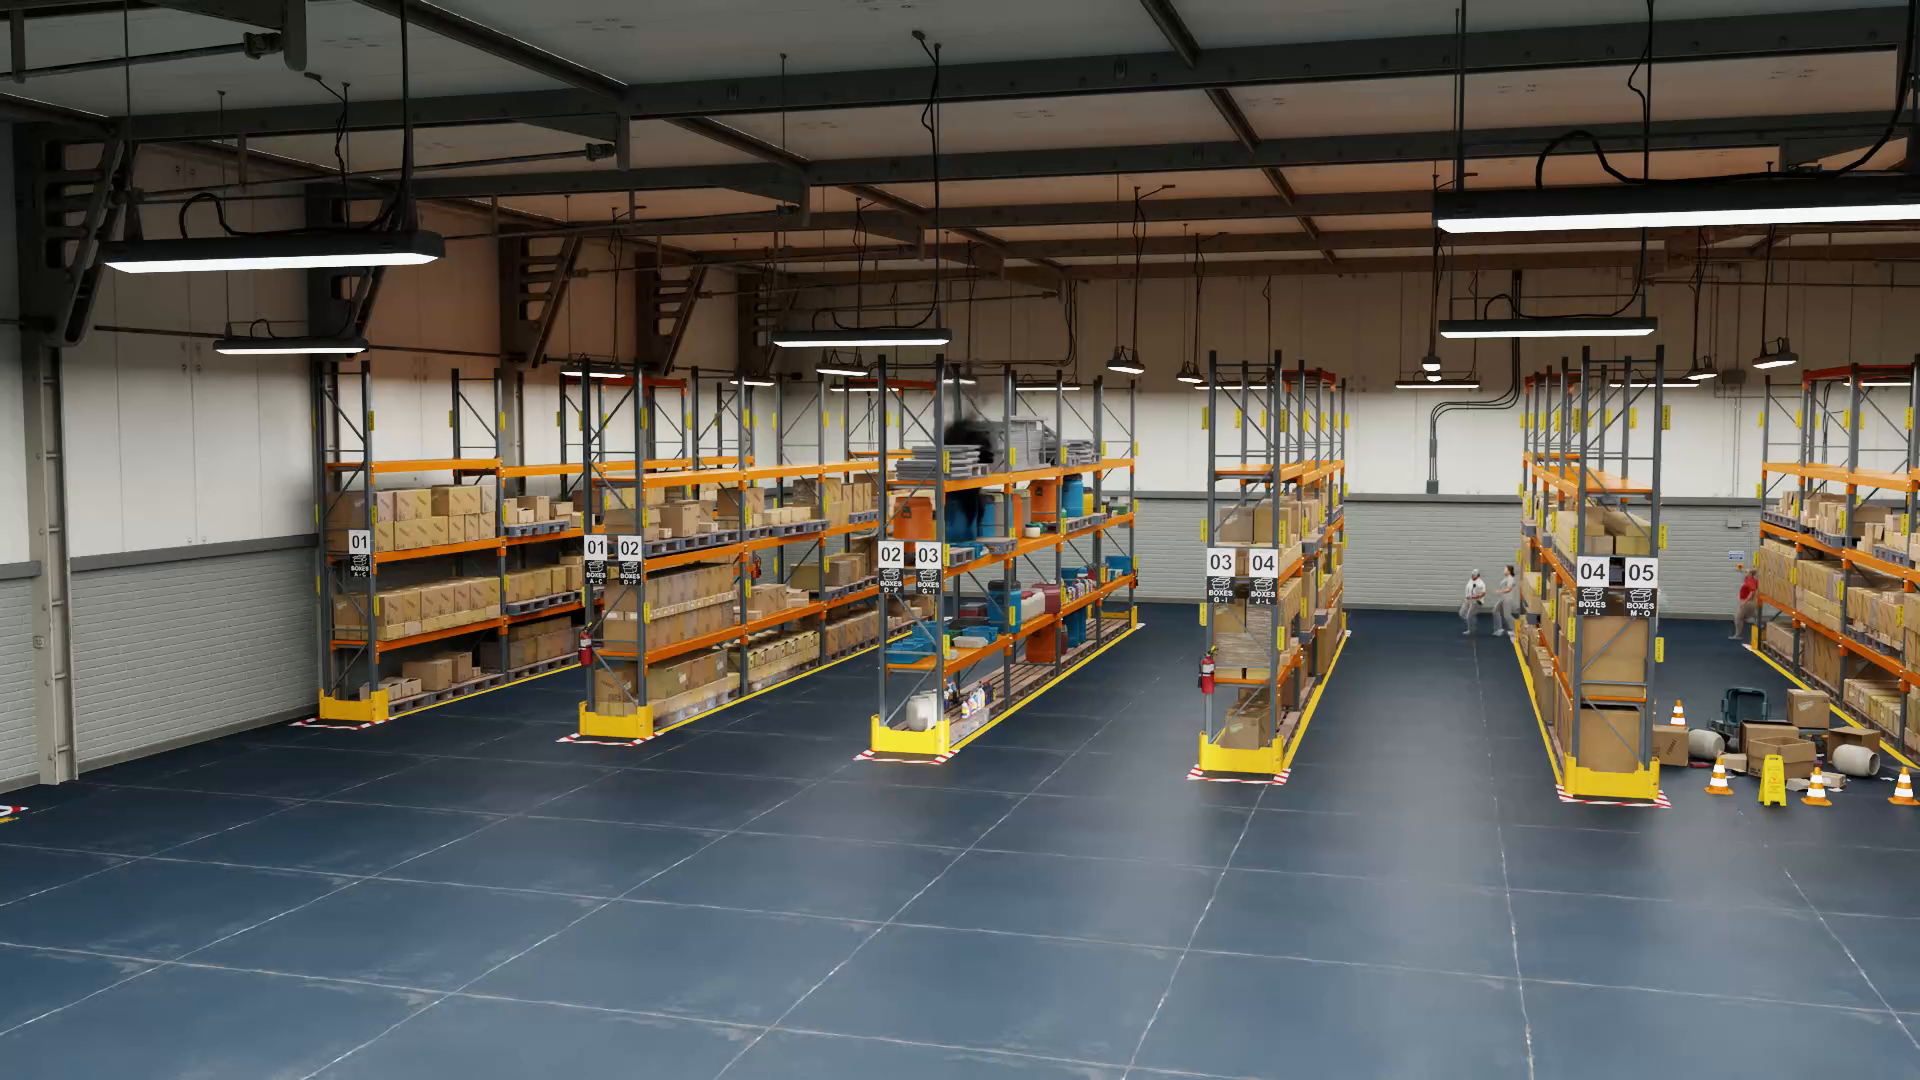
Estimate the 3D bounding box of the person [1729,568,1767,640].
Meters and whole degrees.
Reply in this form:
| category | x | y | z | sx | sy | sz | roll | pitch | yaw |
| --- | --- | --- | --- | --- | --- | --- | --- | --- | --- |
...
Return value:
| category | x | y | z | sx | sy | sz | roll | pitch | yaw |
| --- | --- | --- | --- | --- | --- | --- | --- | --- | --- |
| person | 17.874 | 1.468 | 37.729 | 0.842 | 1.677 | 0.721 | 3 | 5 | 36 |

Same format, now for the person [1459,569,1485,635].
| category | x | y | z | sx | sy | sz | roll | pitch | yaw |
| --- | --- | --- | --- | --- | --- | --- | --- | --- | --- |
| person | 11.991 | 1.446 | 38.841 | 0.538 | 1.573 | 0.712 | -2 | 4 | -20 |

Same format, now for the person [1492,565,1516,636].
| category | x | y | z | sx | sy | sz | roll | pitch | yaw |
| --- | --- | --- | --- | --- | --- | --- | --- | --- | --- |
| person | 12.715 | 1.429 | 38.656 | 0.644 | 1.710 | 0.582 | 1 | 4 | 7 |
